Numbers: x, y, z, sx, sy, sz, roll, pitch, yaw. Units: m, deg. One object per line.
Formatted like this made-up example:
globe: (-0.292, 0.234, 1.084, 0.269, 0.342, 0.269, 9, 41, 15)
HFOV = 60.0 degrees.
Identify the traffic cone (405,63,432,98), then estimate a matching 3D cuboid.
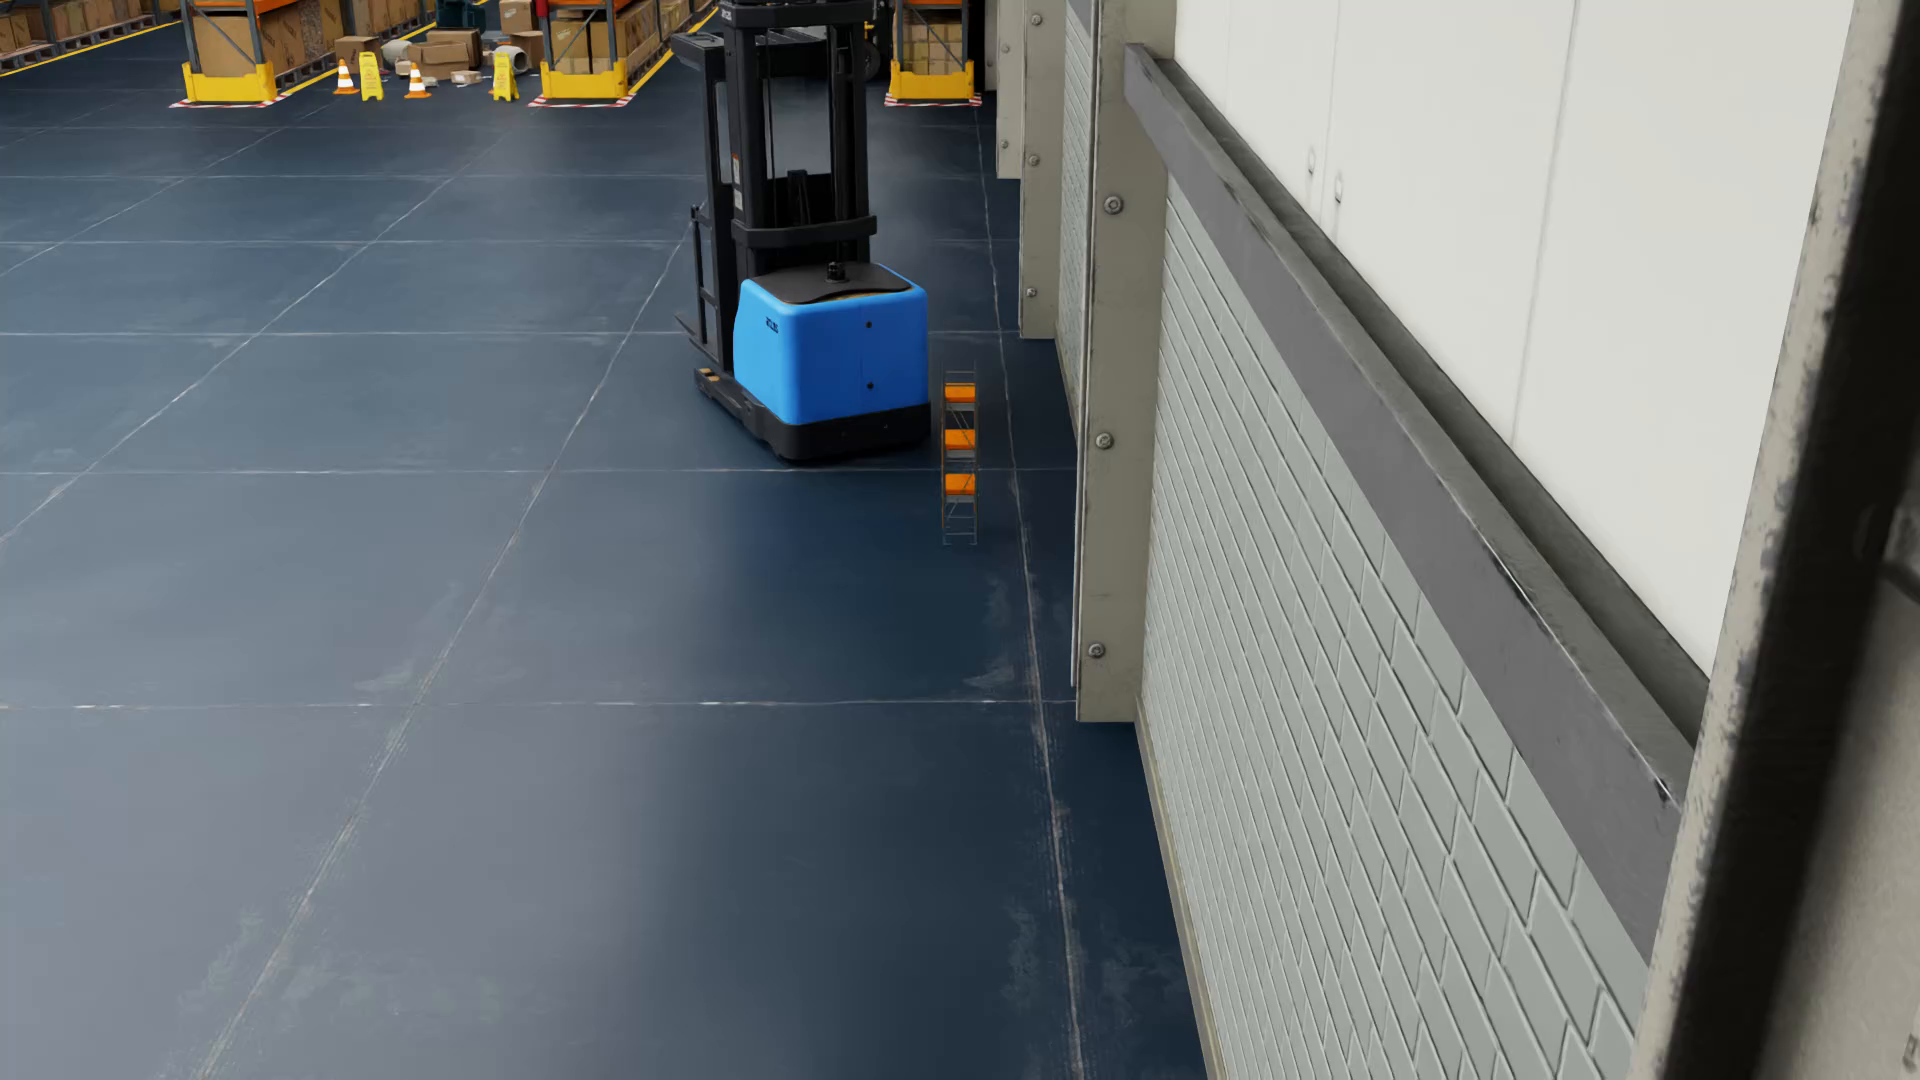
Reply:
traffic cone: (-7.752, -6.563, 23.699, 0.336, 0.463, 0.334, 0, 24, -1)

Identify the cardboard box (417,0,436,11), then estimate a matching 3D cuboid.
cardboard box: (-10.139, -10.270, 31.341, 0.500, 0.500, 0.500, -1, 24, -3)

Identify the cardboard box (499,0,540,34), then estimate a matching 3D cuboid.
cardboard box: (-7.174, -8.526, 27.076, 0.500, 0.500, 0.500, 0, 24, -1)

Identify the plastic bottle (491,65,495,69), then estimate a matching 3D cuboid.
plastic bottle: (-7.256, -7.461, 26.173, 0.133, 0.061, 0.283, 4, 25, 9)

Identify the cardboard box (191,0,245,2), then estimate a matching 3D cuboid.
cardboard box: (-10.349, -7.849, 23.283, 0.875, 0.550, 0.550, 0, 24, -1)

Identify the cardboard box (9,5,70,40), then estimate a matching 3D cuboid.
cardboard box: (-15.289, -8.610, 27.648, 0.700, 0.500, 0.500, -2, 24, -5)

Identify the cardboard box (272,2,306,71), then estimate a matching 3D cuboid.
cardboard box: (-10.384, -7.493, 24.747, 0.875, 0.875, 0.875, -1, 24, -1)

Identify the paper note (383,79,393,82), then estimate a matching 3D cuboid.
paper note: (-8.618, -6.911, 24.996, 0.144, 0.017, 0.142, 8, 26, 18)

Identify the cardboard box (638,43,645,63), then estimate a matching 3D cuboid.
cardboard box: (-5.100, -7.399, 25.298, 0.500, 0.250, 0.500, 1, 24, 3)

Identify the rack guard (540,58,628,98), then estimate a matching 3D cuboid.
rack guard: (-5.352, -6.585, 23.702, 1.175, 0.500, 0.348, 0, 24, -1)

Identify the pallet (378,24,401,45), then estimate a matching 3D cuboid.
pallet: (-10.443, -8.828, 29.012, 1.003, 0.211, 1.213, 0, 24, -1)

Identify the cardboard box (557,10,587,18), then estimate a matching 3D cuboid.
cardboard box: (-5.691, -7.748, 24.371, 0.380, 0.149, 0.250, 0, 24, 1)

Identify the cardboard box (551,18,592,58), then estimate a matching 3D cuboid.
cardboard box: (-5.620, -7.301, 24.171, 0.500, 0.500, 0.500, 0, 24, 0)

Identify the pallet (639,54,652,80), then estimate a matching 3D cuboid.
pallet: (-5.335, -7.289, 25.611, 1.003, 0.211, 1.213, 0, 24, -1)

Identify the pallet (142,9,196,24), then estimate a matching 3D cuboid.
pallet: (-15.281, -9.999, 31.602, 1.003, 0.211, 1.213, 0, 24, -1)

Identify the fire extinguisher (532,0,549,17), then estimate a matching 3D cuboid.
fire extinguisher: (-5.810, -7.608, 23.025, 0.296, 0.674, 0.183, 0, 24, -1)

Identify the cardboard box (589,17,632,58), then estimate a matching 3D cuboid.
cardboard box: (-5.084, -7.316, 24.203, 0.500, 0.500, 0.500, -1, 24, -2)

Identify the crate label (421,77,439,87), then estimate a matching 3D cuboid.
crate label: (-7.822, -6.738, 24.481, 0.250, 0.136, 0.298, -14, 28, -28)

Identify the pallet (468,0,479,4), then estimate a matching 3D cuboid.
pallet: (-10.420, -10.982, 33.775, 1.003, 0.211, 1.213, 0, 24, -1)

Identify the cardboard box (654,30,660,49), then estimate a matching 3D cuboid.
cardboard box: (-5.119, -8.037, 26.706, 0.500, 0.250, 0.500, 1, 24, 2)

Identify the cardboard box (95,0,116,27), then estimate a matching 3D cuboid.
cardboard box: (-15.288, -9.268, 29.100, 0.700, 0.500, 0.500, 2, 24, 4)

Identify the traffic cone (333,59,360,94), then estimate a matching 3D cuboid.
traffic cone: (-8.885, -6.698, 23.997, 0.336, 0.463, 0.334, 0, 24, -1)

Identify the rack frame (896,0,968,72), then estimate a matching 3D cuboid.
rack frame: (-0.387, -7.716, 23.170, 1.000, 3.000, 0.127, 0, 24, -1)

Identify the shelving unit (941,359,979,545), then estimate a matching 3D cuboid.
shelving unit: (-0.001, -0.500, 9.582, 0.215, 1.050, 0.252, 0, 24, -1)

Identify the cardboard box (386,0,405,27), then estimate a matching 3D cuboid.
cardboard box: (-10.457, -9.480, 29.290, 1.050, 0.750, 0.750, 0, 24, 0)

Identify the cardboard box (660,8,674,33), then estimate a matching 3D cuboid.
cardboard box: (-5.414, -8.847, 28.350, 0.950, 0.372, 0.625, 1, 24, 3)

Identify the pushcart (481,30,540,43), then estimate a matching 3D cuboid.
pushcart: (-7.674, -8.115, 27.234, 1.648, 0.377, 0.936, -9, 26, -19)

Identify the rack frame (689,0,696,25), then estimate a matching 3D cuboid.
rack frame: (-5.438, -10.989, 30.406, 1.000, 3.000, 0.127, 0, 24, -1)

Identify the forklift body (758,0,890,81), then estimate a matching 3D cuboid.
forklift body: (-2.232, -8.102, 25.055, 2.313, 2.155, 1.214, 0, 24, -1)

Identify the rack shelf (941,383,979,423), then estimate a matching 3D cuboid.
rack shelf: (-0.001, -0.749, 9.470, 0.215, 0.259, 0.240, 0, 24, -1)

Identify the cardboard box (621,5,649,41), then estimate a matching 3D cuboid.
cardboard box: (-5.105, -7.958, 25.623, 0.500, 0.500, 0.500, 1, 24, 2)

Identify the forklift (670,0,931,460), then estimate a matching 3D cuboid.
forklift: (-1.293, -2.426, 11.558, 1.130, 2.935, 3.031, -11, 27, -24)

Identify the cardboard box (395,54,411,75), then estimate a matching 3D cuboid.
cardboard box: (-8.483, -7.331, 25.636, 0.396, 0.266, 0.258, 4, 25, 9)

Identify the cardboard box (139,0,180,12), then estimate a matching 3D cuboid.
cardboard box: (-15.334, -10.452, 31.288, 1.225, 0.875, 0.875, -1, 24, -3)

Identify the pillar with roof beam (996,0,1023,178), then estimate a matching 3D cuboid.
pillar with roof beam: (-3.733, -8.249, 17.068, 9.100, 9.000, 0.400, 0, 24, -1)

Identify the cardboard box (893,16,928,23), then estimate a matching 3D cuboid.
cardboard box: (-0.716, -7.509, 24.326, 0.500, 0.250, 0.500, 0, 24, 0)

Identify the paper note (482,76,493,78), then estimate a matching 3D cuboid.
paper note: (-7.211, -7.065, 25.349, 0.148, 0.019, 0.142, 8, 26, 18)

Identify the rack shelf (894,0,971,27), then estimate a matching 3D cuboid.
rack shelf: (-0.409, -8.212, 25.141, 1.077, 0.370, 4.000, 0, 24, -1)

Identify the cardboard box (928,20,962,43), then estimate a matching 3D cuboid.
cardboard box: (-0.203, -7.309, 23.884, 0.500, 0.250, 0.500, -1, 24, -1)

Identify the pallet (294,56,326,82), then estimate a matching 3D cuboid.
pallet: (-10.397, -7.188, 25.388, 1.003, 0.211, 1.213, 0, 24, -1)

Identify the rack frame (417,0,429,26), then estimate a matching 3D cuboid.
rack frame: (-10.387, -10.925, 30.265, 1.000, 3.000, 0.127, 0, 24, -1)

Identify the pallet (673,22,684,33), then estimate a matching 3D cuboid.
pallet: (-5.420, -8.895, 29.160, 1.003, 0.211, 1.213, 0, 24, -1)

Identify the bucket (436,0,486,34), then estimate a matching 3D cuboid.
bucket: (-8.036, -8.432, 26.881, 0.726, 0.611, 0.620, 8, 16, 18)

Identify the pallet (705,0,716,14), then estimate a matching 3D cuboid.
pallet: (-5.382, -10.545, 32.809, 1.003, 0.211, 1.213, 0, 24, -1)

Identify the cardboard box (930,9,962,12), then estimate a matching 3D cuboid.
cardboard box: (-0.206, -7.932, 25.262, 0.500, 0.250, 0.500, -1, 24, -2)

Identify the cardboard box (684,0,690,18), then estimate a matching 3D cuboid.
cardboard box: (-5.442, -9.750, 30.347, 0.950, 0.372, 0.625, -2, 24, -4)

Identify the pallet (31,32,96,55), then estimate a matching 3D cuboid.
pallet: (-15.314, -8.346, 27.948, 1.003, 0.211, 1.213, 0, 24, -1)
